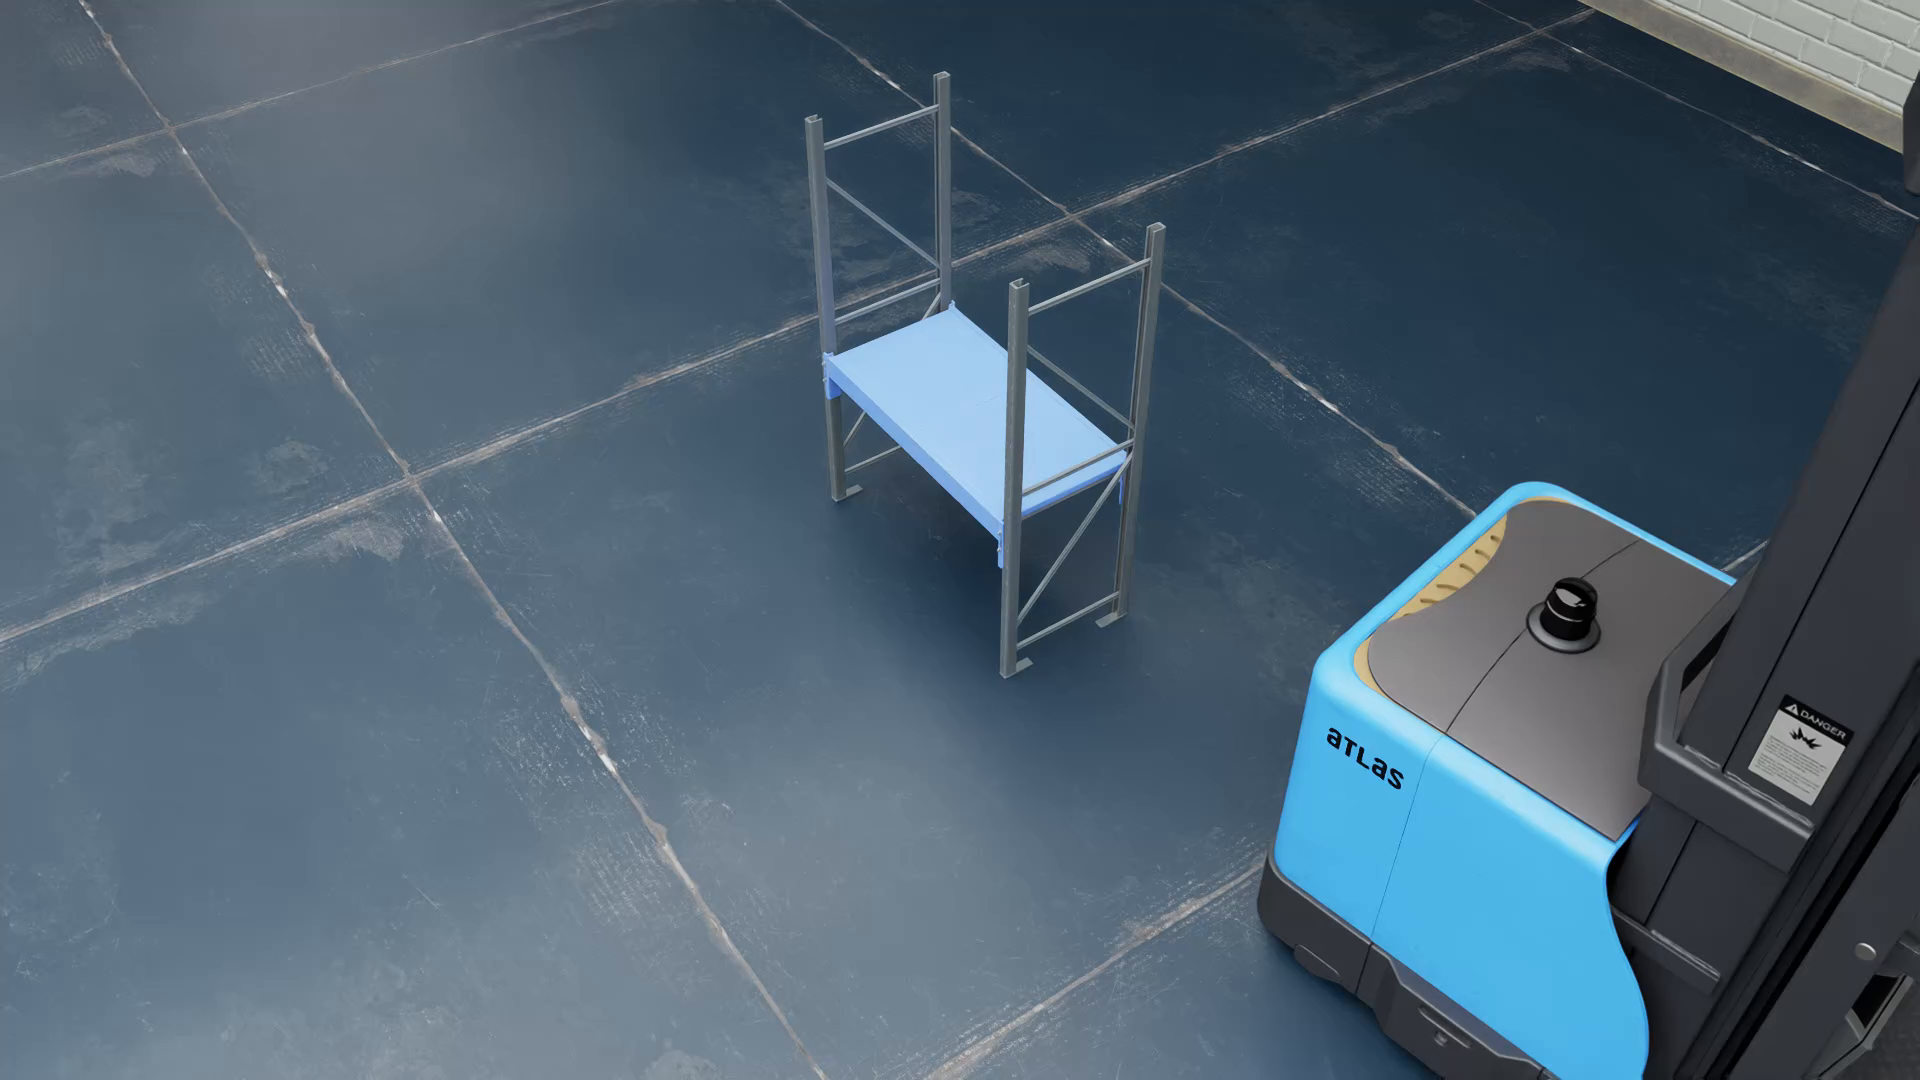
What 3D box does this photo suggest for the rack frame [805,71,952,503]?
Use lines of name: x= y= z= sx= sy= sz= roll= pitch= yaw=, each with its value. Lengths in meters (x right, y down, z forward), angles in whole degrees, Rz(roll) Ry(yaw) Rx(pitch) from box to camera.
rack frame: x=-0.242 y=-0.782 z=5.483 sx=0.500 sy=1.500 sz=0.032 roll=-26 pitch=49 yaw=-24

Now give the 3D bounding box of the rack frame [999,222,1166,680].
rack frame: x=0.340 y=-0.206 z=4.880 sx=0.500 sy=1.500 sz=0.032 roll=-26 pitch=49 yaw=-24

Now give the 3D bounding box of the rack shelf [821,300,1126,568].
rack shelf: x=0.049 y=-0.364 z=5.306 sx=0.538 sy=0.185 sz=1.000 roll=-26 pitch=49 yaw=-24

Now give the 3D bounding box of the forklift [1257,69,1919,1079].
forklift: x=2.217 y=0.490 z=3.114 sx=3.031 sy=2.935 sz=1.130 roll=35 pitch=53 yaw=31

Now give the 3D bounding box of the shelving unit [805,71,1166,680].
shelving unit: x=0.049 y=-0.494 z=5.182 sx=0.538 sy=1.500 sz=1.048 roll=-26 pitch=49 yaw=-24
